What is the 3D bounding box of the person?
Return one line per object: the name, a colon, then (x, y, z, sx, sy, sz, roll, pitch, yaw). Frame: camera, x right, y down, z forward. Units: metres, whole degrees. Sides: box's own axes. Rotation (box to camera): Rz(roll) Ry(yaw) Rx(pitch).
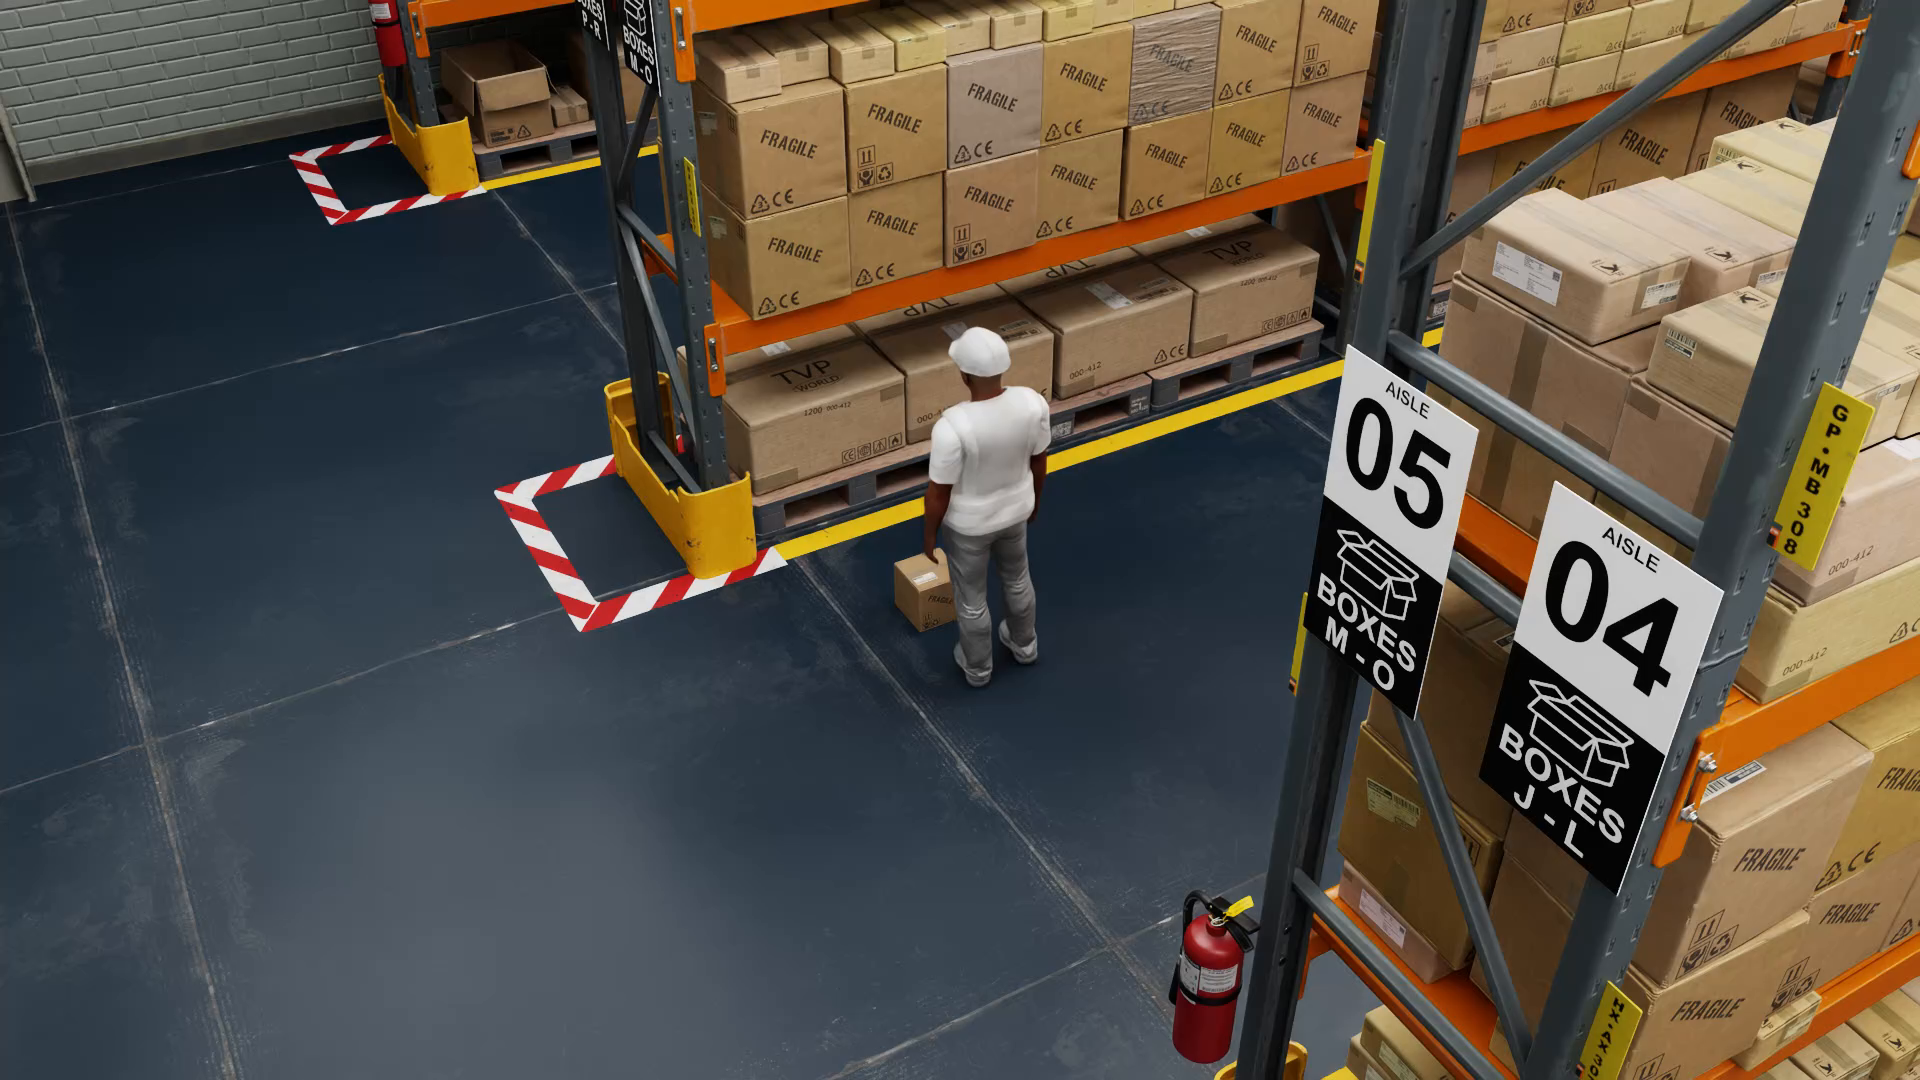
person: (0.095, -0.131, 7.076, 0.602, 1.770, 0.392, -19, 41, -24)
